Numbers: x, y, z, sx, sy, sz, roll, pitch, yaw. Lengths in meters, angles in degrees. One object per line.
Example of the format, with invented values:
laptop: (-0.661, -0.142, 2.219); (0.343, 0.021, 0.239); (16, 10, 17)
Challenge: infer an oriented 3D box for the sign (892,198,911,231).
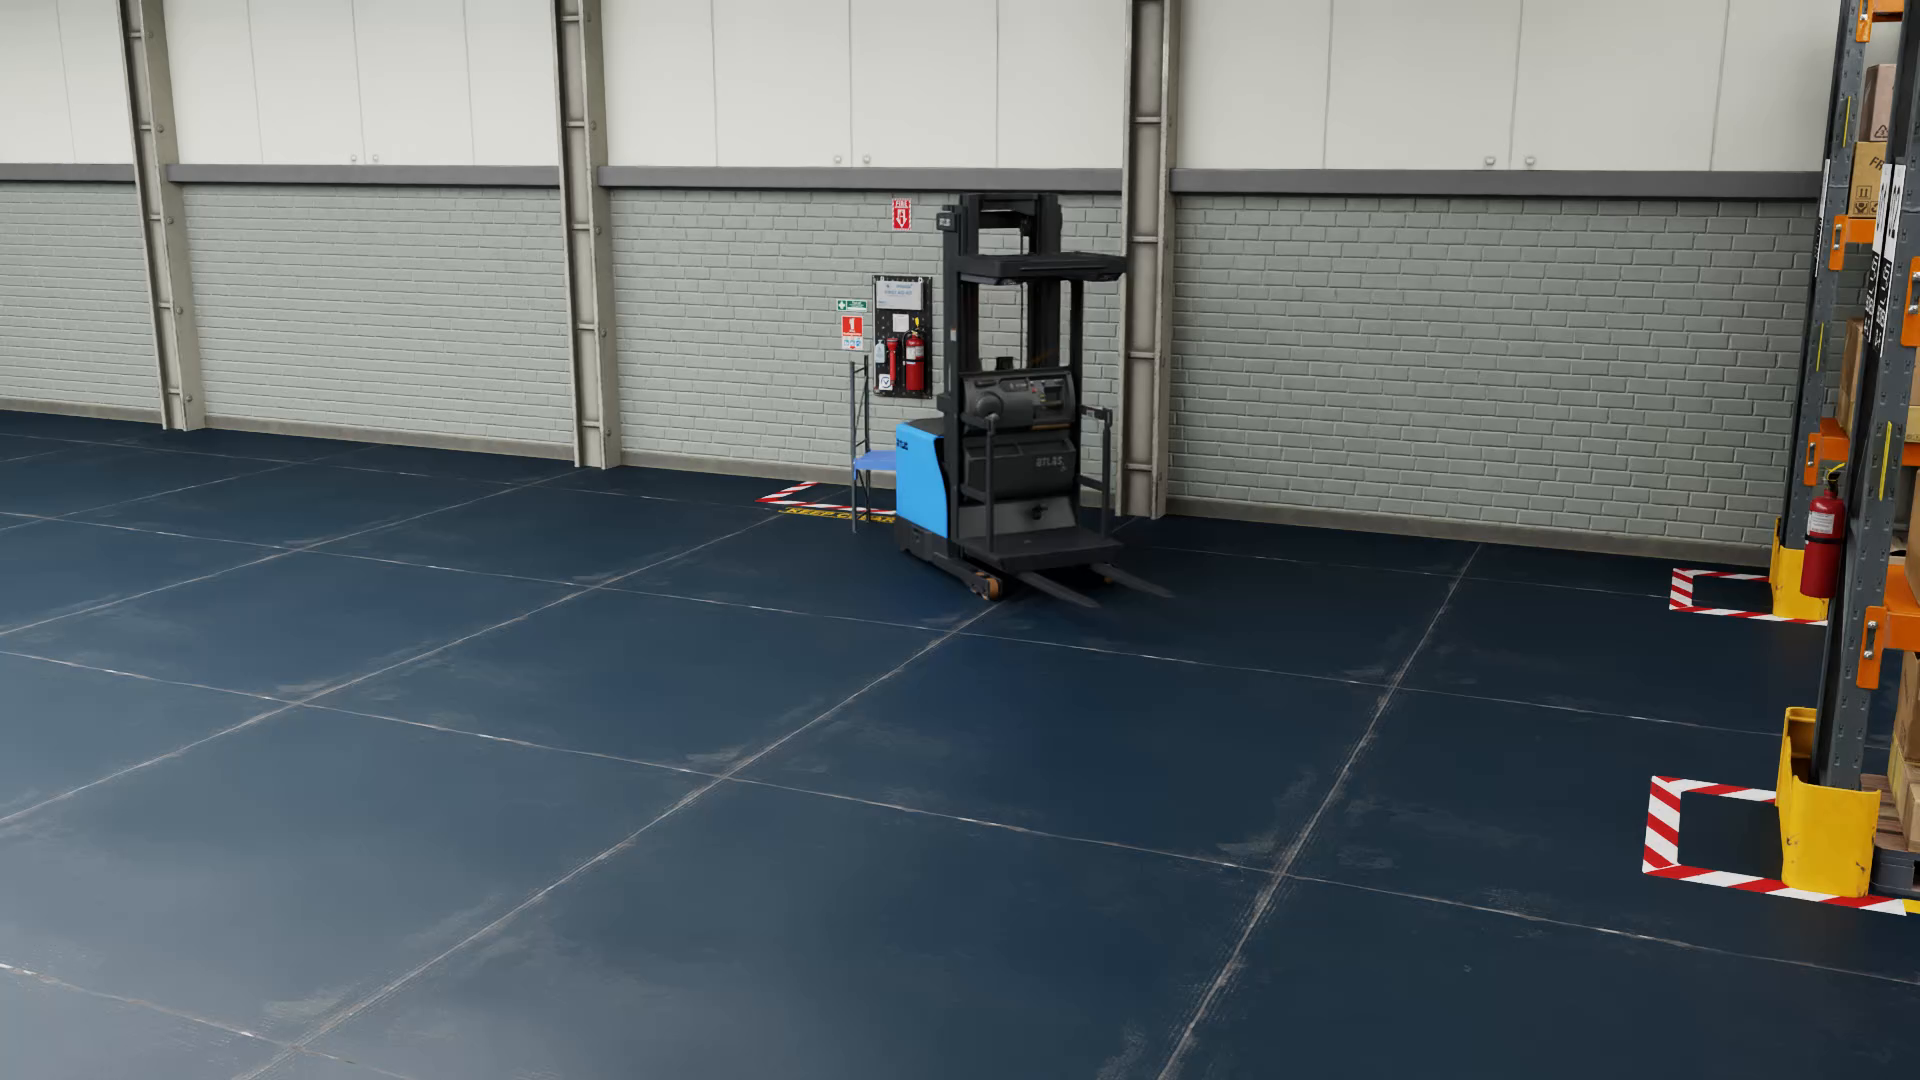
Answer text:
sign: (-0.554, -3.082, 15.751); (0.199, 0.298, 0.001); (6, 14, 23)

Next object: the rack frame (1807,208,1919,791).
rack frame: (4.149, 0.010, 7.644); (0.127, 3.000, 1.000); (6, 14, 23)

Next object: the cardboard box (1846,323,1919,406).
cardboard box: (6.467, -1.219, 11.529); (0.500, 0.500, 0.500); (6, 14, 23)

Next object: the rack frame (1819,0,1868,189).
rack frame: (6.152, -3.945, 11.370); (0.127, 3.000, 1.000); (6, 14, 23)

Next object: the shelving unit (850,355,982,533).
shelving unit: (-0.376, -0.821, 14.469); (1.048, 1.500, 0.538); (3, 13, 12)

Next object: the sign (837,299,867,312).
sign: (-1.050, -2.278, 16.159); (0.331, 0.109, 0.001); (6, 14, 23)

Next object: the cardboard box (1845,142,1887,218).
cardboard box: (6.357, -2.460, 11.345); (0.500, 0.500, 0.500); (6, 15, 25)

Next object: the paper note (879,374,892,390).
paper note: (-0.721, -1.534, 16.156); (0.142, 0.148, 0.016); (6, 14, 23)

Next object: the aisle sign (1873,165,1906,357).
aisle sign: (3.965, -1.197, 7.101); (0.004, 0.787, 0.394); (6, 14, 23)

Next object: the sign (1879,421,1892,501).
sign: (3.919, -0.334, 7.045); (0.005, 0.325, 0.100); (6, 14, 23)

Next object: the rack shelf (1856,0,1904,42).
rack shelf: (7.981, -3.408, 10.664); (4.000, 0.370, 1.077); (6, 14, 23)

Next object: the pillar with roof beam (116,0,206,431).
pillar with roof beam: (-11.058, -4.828, 15.130); (0.400, 9.000, 9.100); (6, 14, 23)

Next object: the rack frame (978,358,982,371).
rack frame: (0.121, -0.796, 14.364); (0.032, 1.500, 0.500); (3, 13, 12)

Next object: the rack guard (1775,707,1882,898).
rack guard: (4.127, 1.225, 7.939); (0.348, 0.500, 1.175); (6, 14, 23)

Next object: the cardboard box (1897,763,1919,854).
cardboard box: (4.550, 1.241, 7.501); (0.500, 0.250, 0.500); (6, 14, 23)

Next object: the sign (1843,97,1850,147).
sign: (5.933, -2.797, 11.130); (0.005, 0.325, 0.100); (6, 14, 23)

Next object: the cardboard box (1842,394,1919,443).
cardboard box: (6.470, -0.850, 11.595); (0.500, 0.250, 0.500); (5, 14, 22)

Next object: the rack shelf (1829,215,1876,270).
rack shelf: (7.981, -1.950, 11.006); (4.000, 0.370, 1.077); (6, 14, 23)

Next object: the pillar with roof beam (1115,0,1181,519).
pillar with roof beam: (-0.087, -3.717, 10.398); (0.400, 9.000, 9.100); (6, 14, 23)

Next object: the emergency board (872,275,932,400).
emergency board: (-0.587, -1.932, 15.924); (0.643, 1.169, 0.194); (6, 14, 23)

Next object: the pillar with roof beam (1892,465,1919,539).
pillar with roof beam: (5.399, -3.162, 8.032); (0.400, 9.000, 9.100); (6, 14, 23)

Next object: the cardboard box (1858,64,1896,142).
cardboard box: (6.406, -2.944, 11.217); (0.500, 0.500, 0.500); (5, 14, 19)

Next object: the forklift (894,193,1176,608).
forklift: (0.549, -1.096, 12.508); (1.130, 2.935, 3.031); (-6, 15, -25)

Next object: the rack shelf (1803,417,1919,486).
rack shelf: (7.981, -0.489, 11.349); (4.000, 0.370, 1.077); (6, 14, 23)

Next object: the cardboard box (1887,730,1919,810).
cardboard box: (4.759, 1.132, 7.962); (0.500, 0.250, 0.500); (6, 14, 23)

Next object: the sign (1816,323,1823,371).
sign: (5.933, -1.333, 11.473); (0.005, 0.325, 0.100); (6, 14, 23)

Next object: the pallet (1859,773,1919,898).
pallet: (4.866, 1.430, 7.699); (1.213, 0.211, 1.003); (6, 14, 23)

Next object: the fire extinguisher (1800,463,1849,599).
fire extinguisher: (4.229, -0.060, 8.113); (0.183, 0.674, 0.296); (6, 14, 23)

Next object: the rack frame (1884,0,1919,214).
rack frame: (4.149, -2.910, 6.959); (0.127, 3.000, 1.000); (6, 14, 23)

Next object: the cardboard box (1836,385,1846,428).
cardboard box: (6.658, -0.959, 12.058); (0.500, 0.250, 0.500); (6, 14, 24)

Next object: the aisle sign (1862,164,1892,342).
aisle sign: (4.208, -1.323, 7.635); (0.004, 0.787, 0.394); (6, 14, 23)

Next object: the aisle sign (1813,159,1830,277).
aisle sign: (5.965, -2.234, 11.520); (0.004, 0.787, 0.394); (6, 14, 23)

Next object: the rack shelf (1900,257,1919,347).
rack shelf: (5.978, -0.915, 6.595); (4.000, 0.370, 1.077); (6, 14, 23)

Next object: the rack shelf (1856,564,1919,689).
rack shelf: (5.978, 0.546, 6.938); (4.000, 0.370, 1.077); (6, 14, 23)

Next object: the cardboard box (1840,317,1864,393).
cardboard box: (6.670, -1.327, 11.988); (0.500, 0.500, 0.500); (6, 14, 23)

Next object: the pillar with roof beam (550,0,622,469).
pillar with roof beam: (-5.572, -4.272, 12.764); (0.400, 9.000, 9.100); (6, 14, 23)

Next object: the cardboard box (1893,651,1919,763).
cardboard box: (4.760, 0.767, 7.878); (0.500, 0.500, 0.500); (6, 14, 23)

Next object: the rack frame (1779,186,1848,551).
rack frame: (6.152, -1.025, 12.055); (0.127, 3.000, 1.000); (6, 14, 23)

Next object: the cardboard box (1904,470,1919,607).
cardboard box: (4.571, 0.008, 7.438); (0.500, 0.500, 0.700); (6, 14, 23)

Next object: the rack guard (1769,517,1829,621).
rack guard: (6.222, 0.199, 12.311); (0.348, 0.500, 1.175); (6, 14, 23)

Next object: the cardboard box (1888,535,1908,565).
cardboard box: (6.749, 0.153, 11.959); (0.500, 0.311, 0.500); (4, 14, 17)

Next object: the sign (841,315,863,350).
sign: (-1.051, -2.022, 16.229); (0.234, 0.329, 0.001); (6, 14, 23)

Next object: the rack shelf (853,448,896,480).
rack shelf: (-0.376, -0.646, 14.510); (1.000, 0.185, 0.538); (3, 13, 12)

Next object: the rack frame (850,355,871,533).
rack frame: (-0.873, -0.845, 14.574); (0.032, 1.500, 0.500); (3, 13, 12)
